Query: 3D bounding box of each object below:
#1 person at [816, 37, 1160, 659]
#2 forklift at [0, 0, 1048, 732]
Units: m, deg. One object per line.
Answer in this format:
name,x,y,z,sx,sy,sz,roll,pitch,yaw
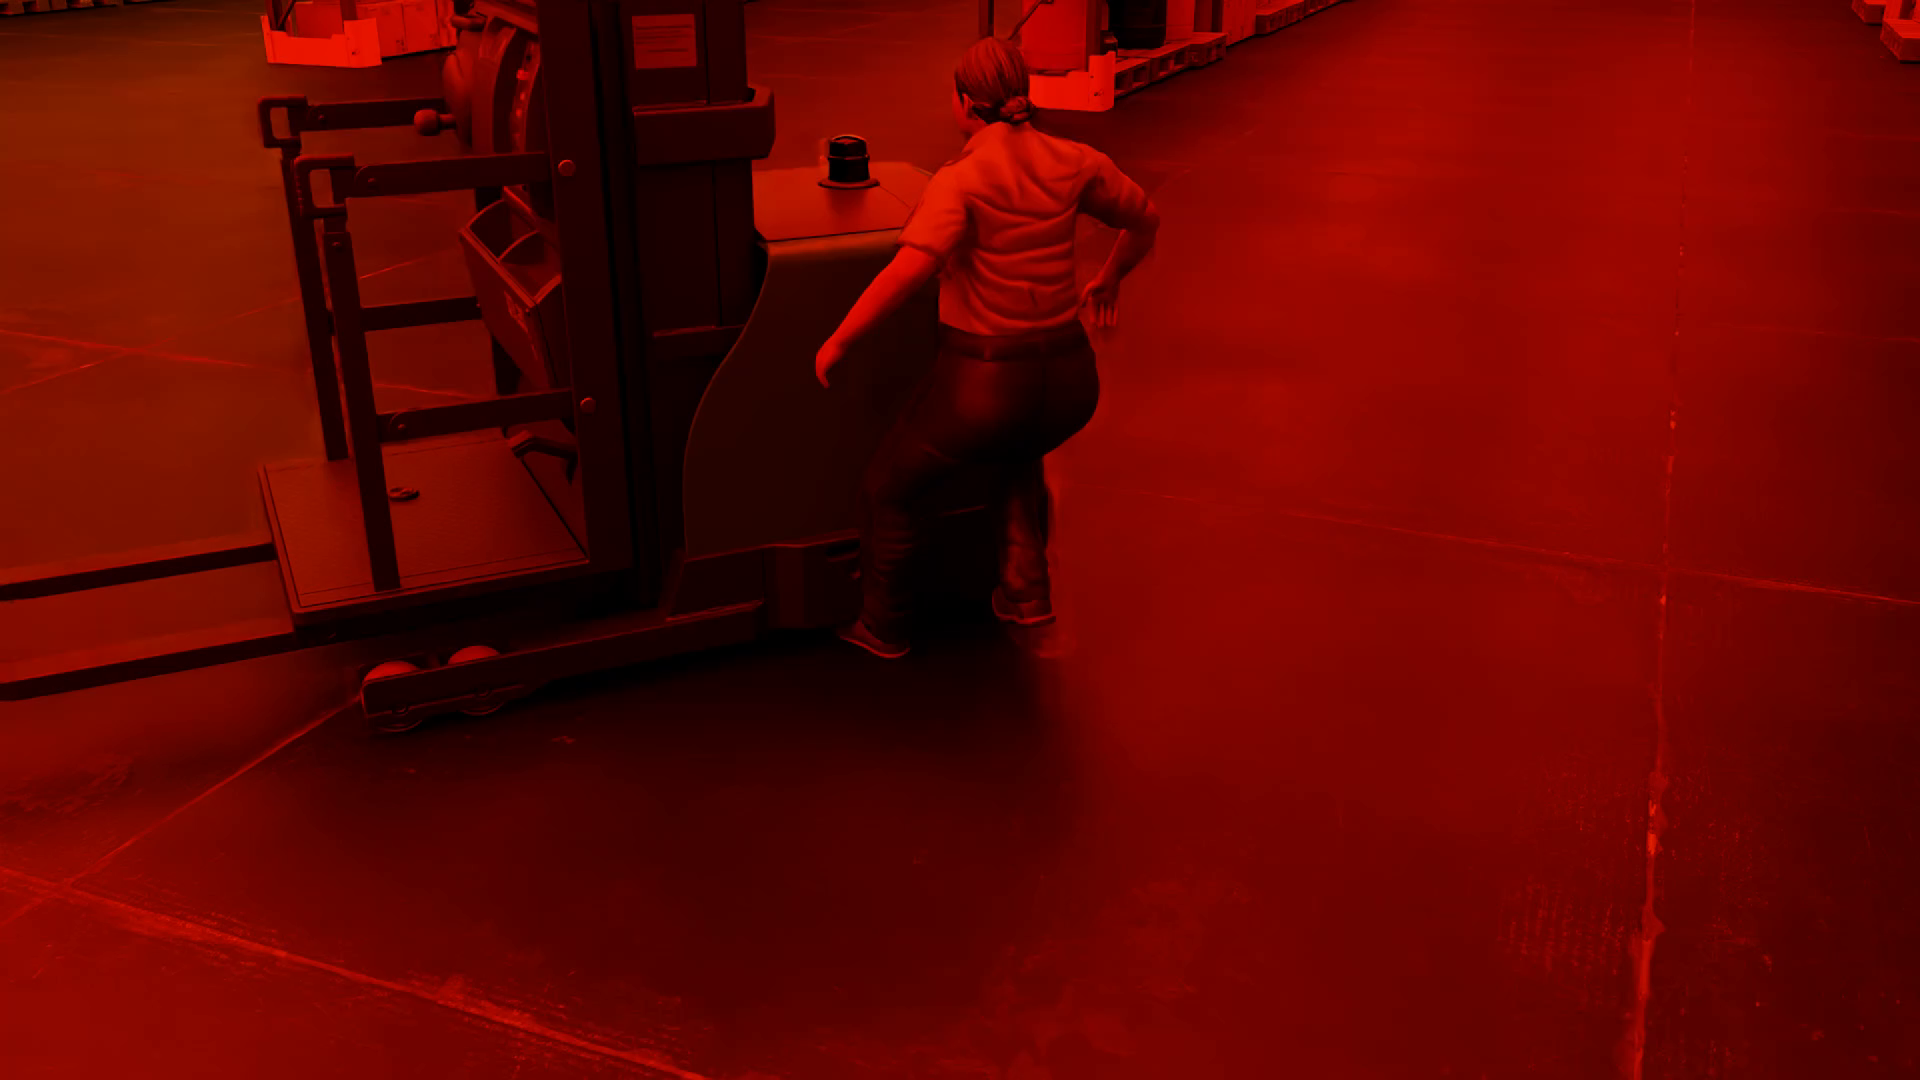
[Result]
person,0.019,-0.440,4.128,0.890,1.576,0.633,-13,26,-28
forklift,-1.313,-1.124,3.981,3.031,2.935,1.130,-10,25,-23
